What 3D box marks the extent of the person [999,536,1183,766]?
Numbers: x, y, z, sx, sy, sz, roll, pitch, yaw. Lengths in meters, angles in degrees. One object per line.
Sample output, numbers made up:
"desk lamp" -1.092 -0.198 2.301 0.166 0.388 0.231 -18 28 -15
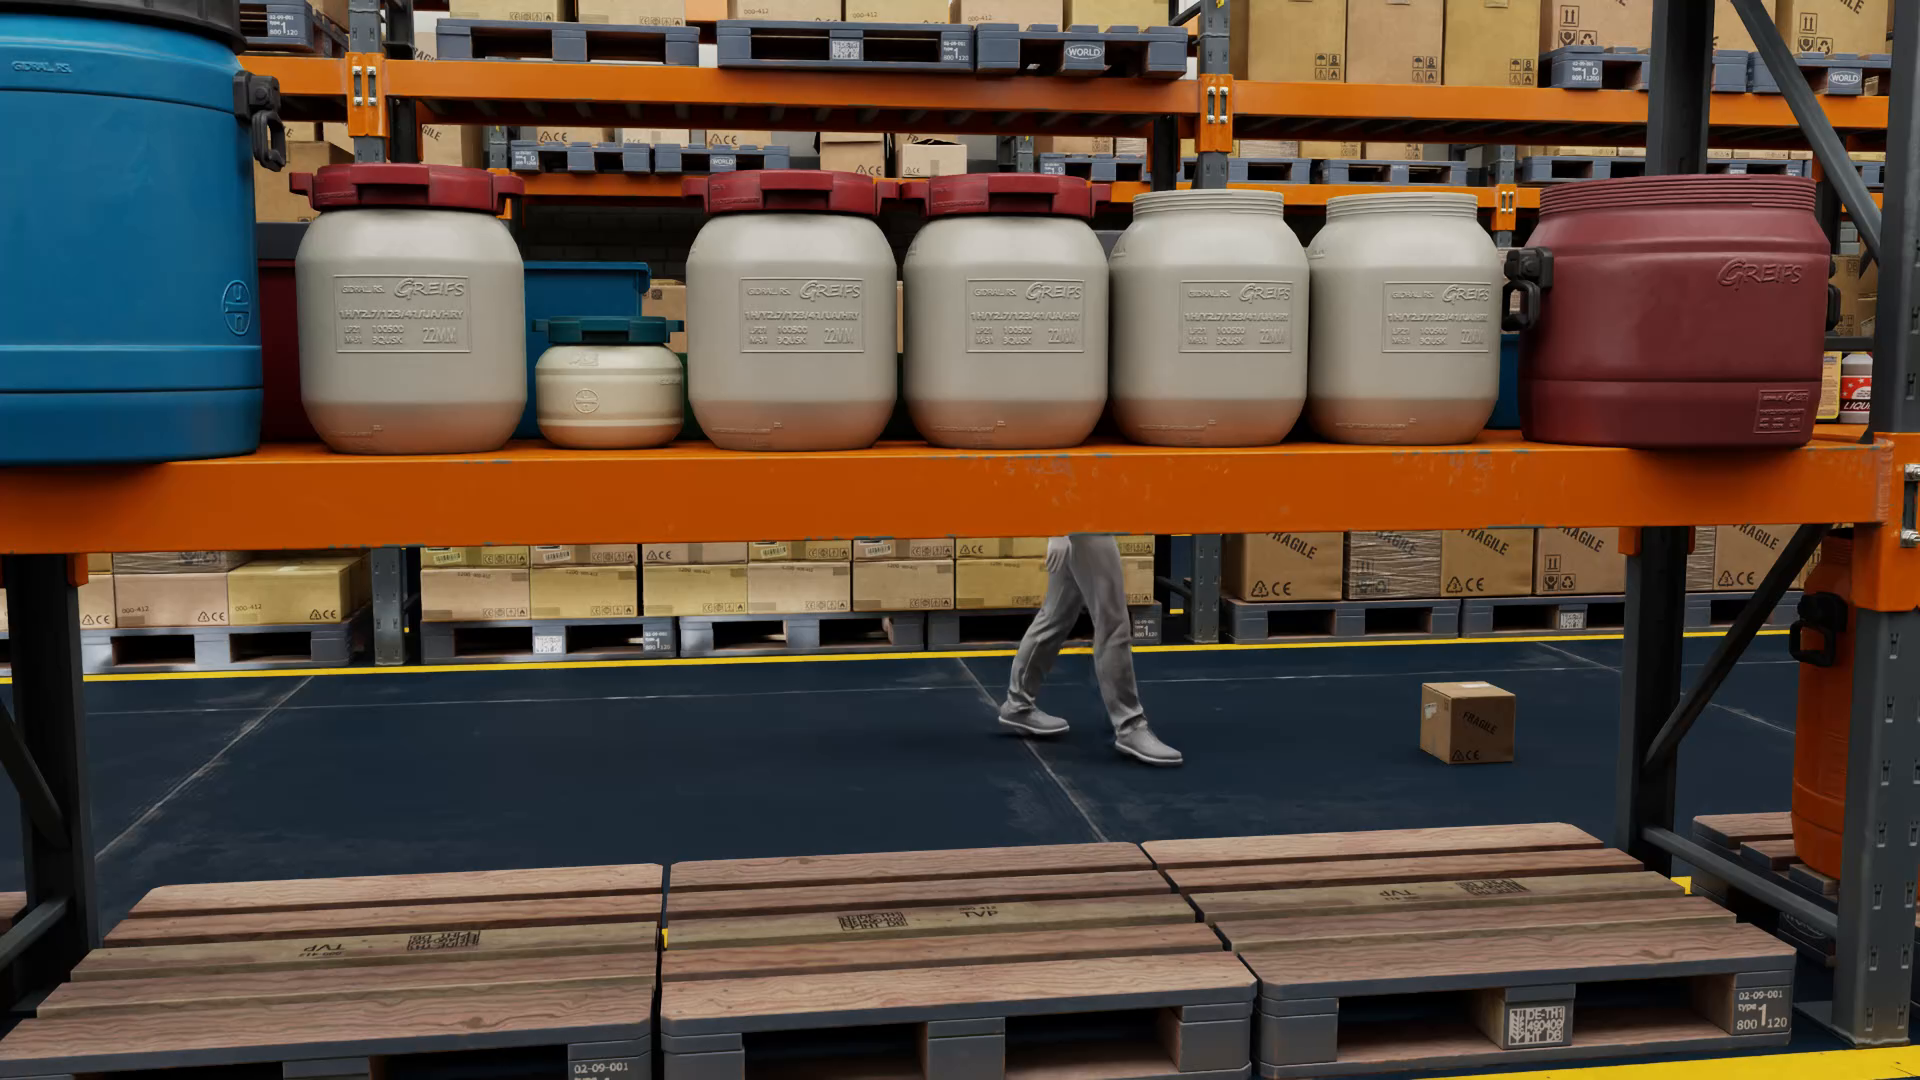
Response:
"person" 0.499 -0.046 6.214 0.766 1.647 0.567 2 7 16
